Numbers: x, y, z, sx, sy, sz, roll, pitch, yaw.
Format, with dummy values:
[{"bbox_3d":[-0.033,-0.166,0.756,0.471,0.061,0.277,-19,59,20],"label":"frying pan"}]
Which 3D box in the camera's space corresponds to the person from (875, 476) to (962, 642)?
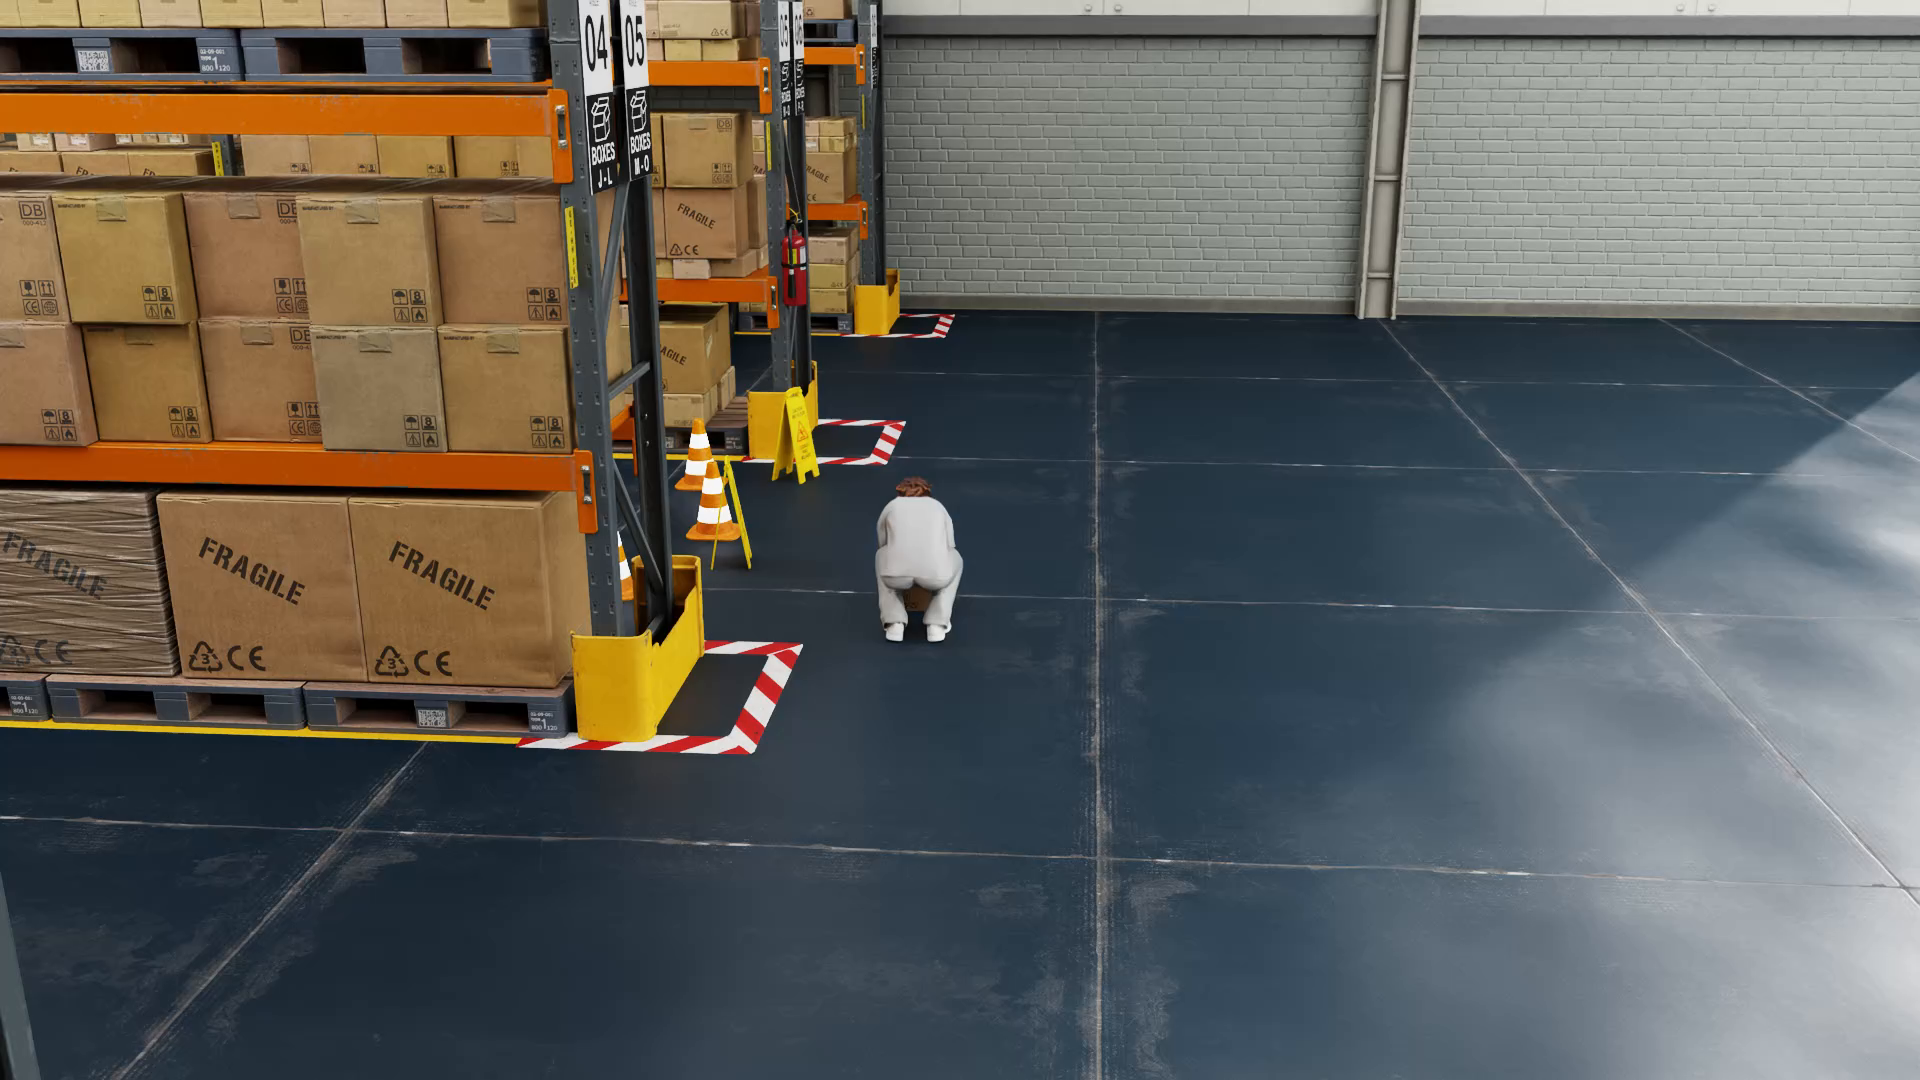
[{"bbox_3d":[-0.227,0.120,8.818,0.469,0.817,0.837,1,18,3],"label":"person"}]
